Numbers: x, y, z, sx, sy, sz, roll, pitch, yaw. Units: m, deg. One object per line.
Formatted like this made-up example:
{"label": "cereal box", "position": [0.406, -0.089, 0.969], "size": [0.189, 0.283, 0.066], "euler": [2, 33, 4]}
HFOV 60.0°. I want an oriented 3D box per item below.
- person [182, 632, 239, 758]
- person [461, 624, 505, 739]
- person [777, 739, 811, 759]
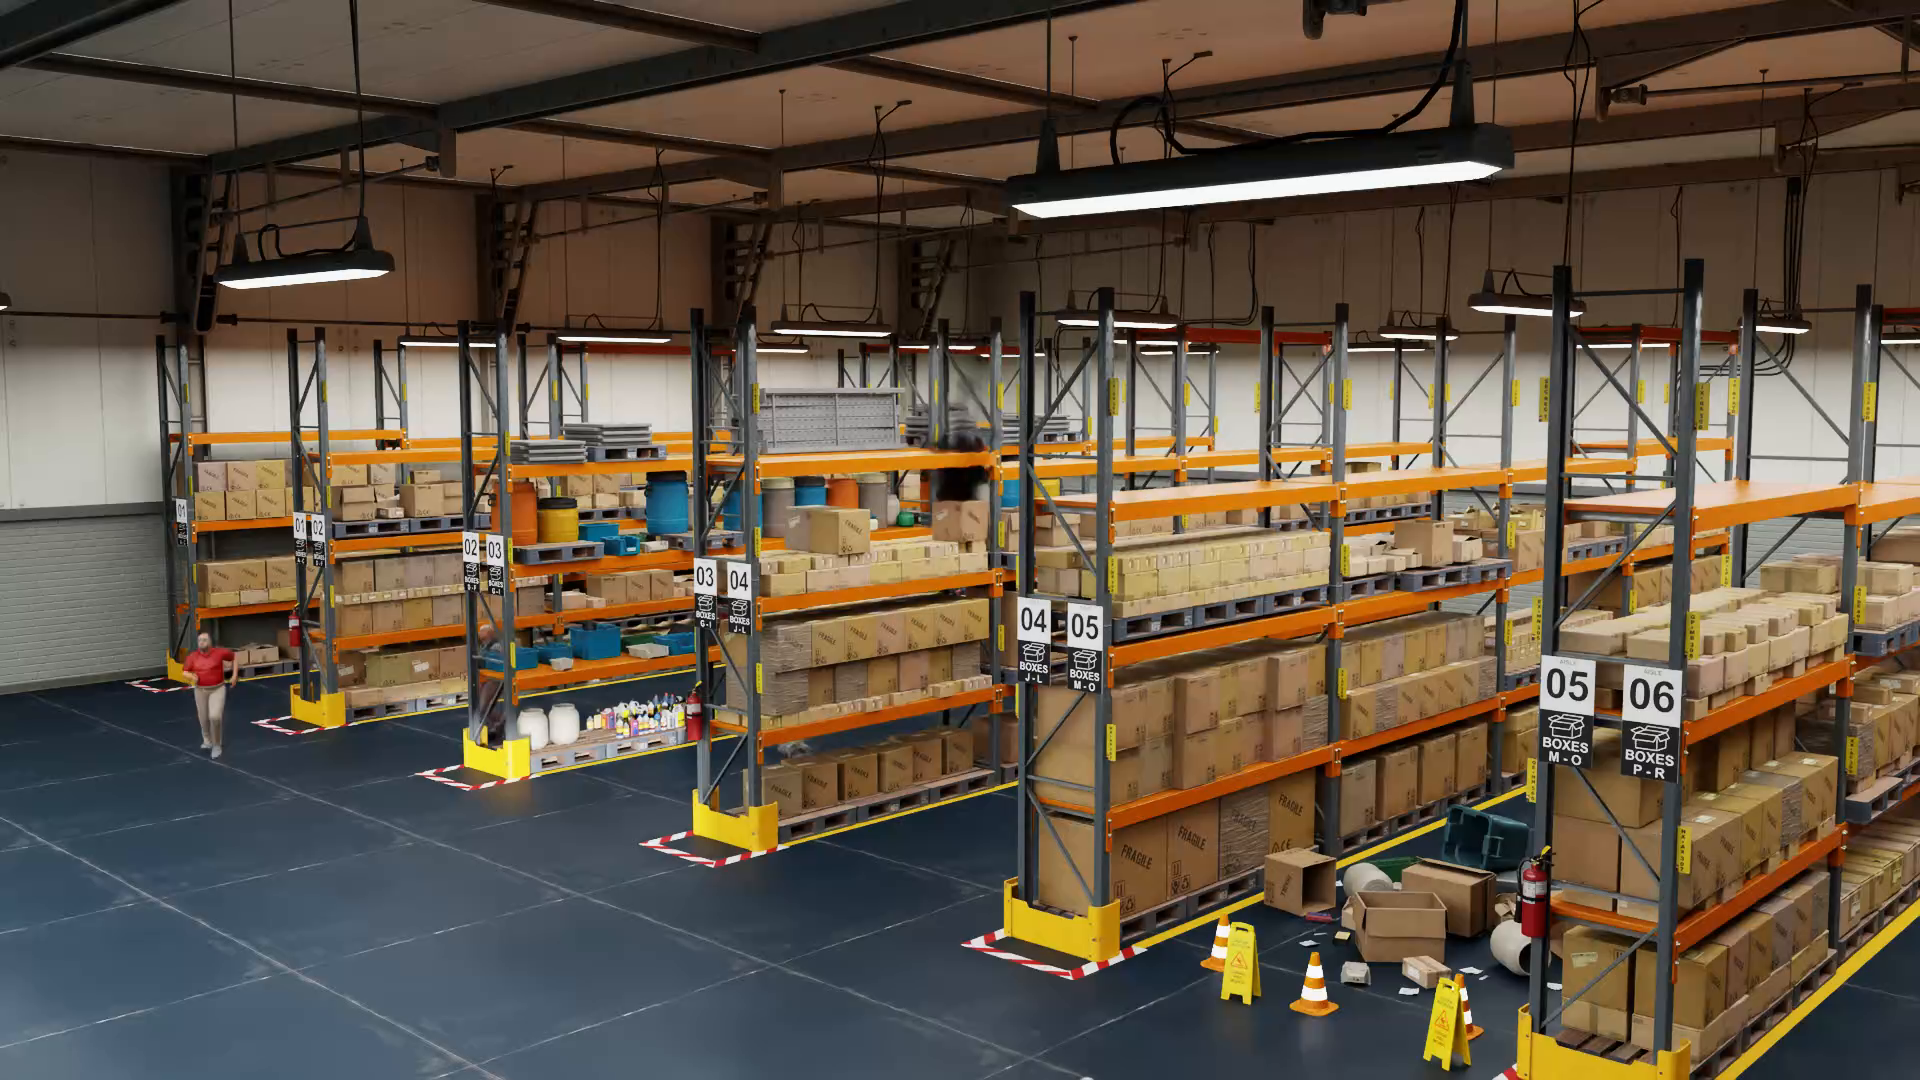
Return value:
{"label": "person", "position": [-10.412, 2.149, 23.107], "size": [0.674, 1.758, 0.900], "euler": [-1, 5, -11]}
{"label": "person", "position": [-6.880, 2.063, 24.047], "size": [0.635, 1.676, 0.564], "euler": [4, 7, 34]}
{"label": "person", "position": [-2.098, 2.278, 21.537], "size": [0.668, 1.728, 0.639], "euler": [4, 7, 39]}
